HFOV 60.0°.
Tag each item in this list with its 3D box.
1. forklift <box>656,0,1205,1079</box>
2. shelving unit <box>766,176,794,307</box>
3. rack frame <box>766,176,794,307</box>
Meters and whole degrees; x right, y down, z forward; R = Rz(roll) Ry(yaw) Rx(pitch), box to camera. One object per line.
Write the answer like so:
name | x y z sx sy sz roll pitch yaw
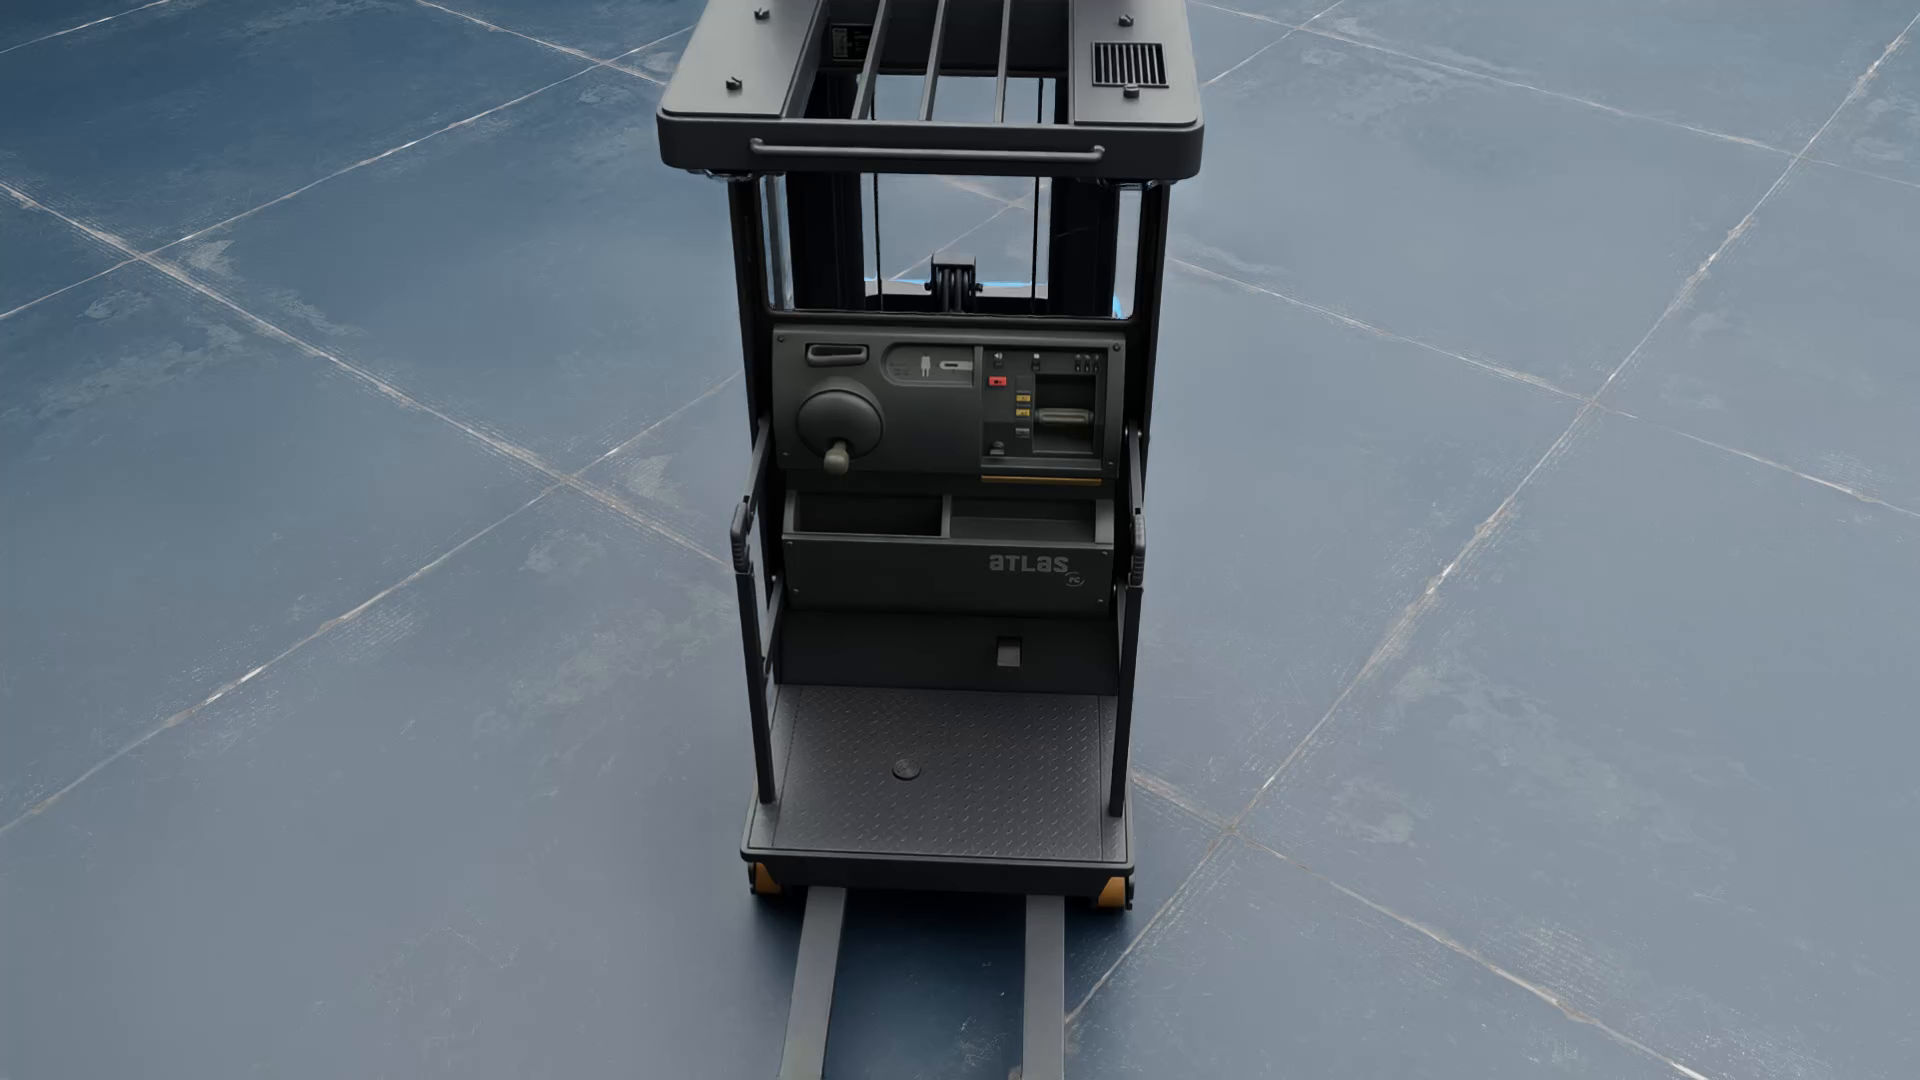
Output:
forklift | -0.041 -0.288 4.240 1.130 2.935 3.031 2 38 2
shelving unit | -0.104 -0.909 6.194 1.048 1.500 0.500 9 39 11
rack frame | -0.596 -0.986 6.293 0.032 1.500 0.500 9 39 11
